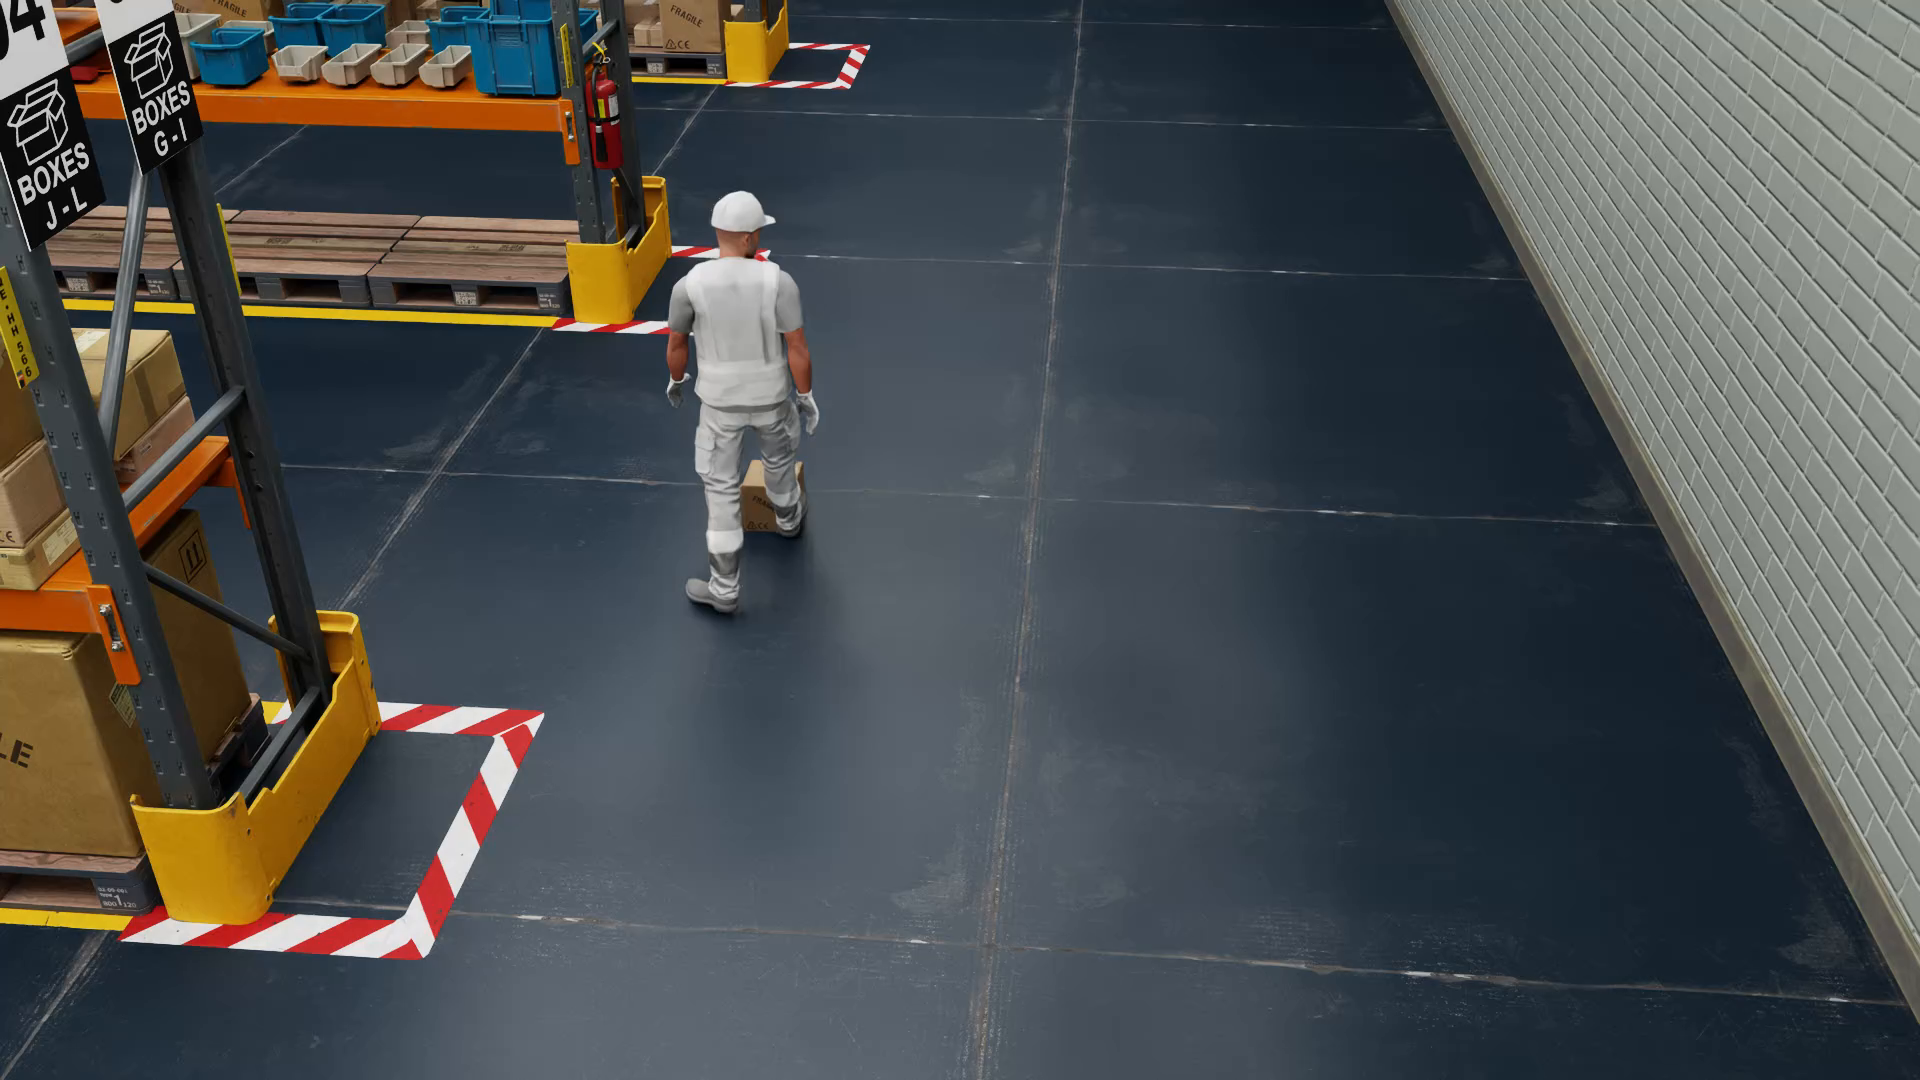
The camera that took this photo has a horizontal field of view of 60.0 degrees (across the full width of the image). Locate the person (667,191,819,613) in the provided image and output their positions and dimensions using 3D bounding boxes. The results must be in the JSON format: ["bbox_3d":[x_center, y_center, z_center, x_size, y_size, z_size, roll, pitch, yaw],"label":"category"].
[{"bbox_3d":[-0.950,-0.644,7.161,0.636,1.752,0.891,-7,32,-10],"label":"person"}]
